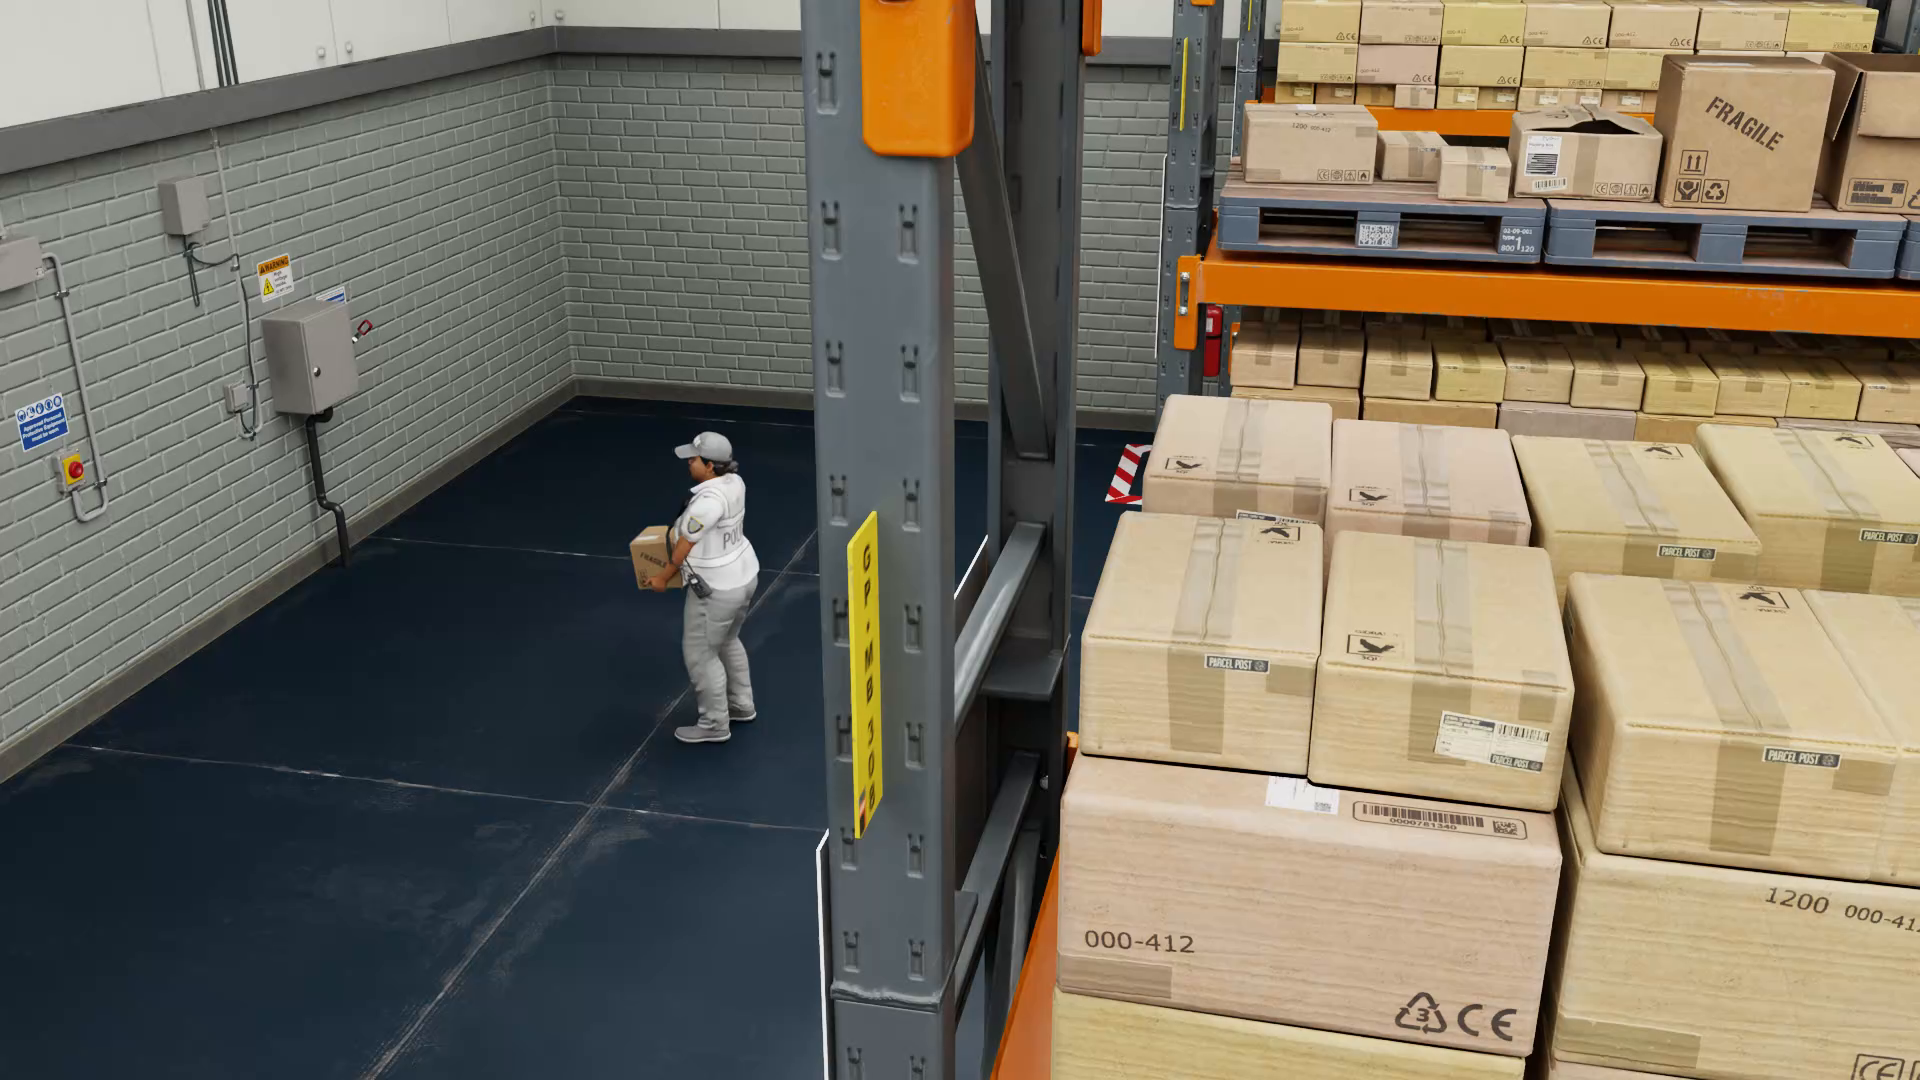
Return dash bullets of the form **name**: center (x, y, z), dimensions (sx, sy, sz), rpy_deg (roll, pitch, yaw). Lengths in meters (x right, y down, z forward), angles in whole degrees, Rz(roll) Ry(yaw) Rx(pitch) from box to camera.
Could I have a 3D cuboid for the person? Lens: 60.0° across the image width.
- **person**: center (-1.311, 0.235, 8.506), dimensions (0.542, 1.663, 0.452), rpy_deg (4, 22, 10)
